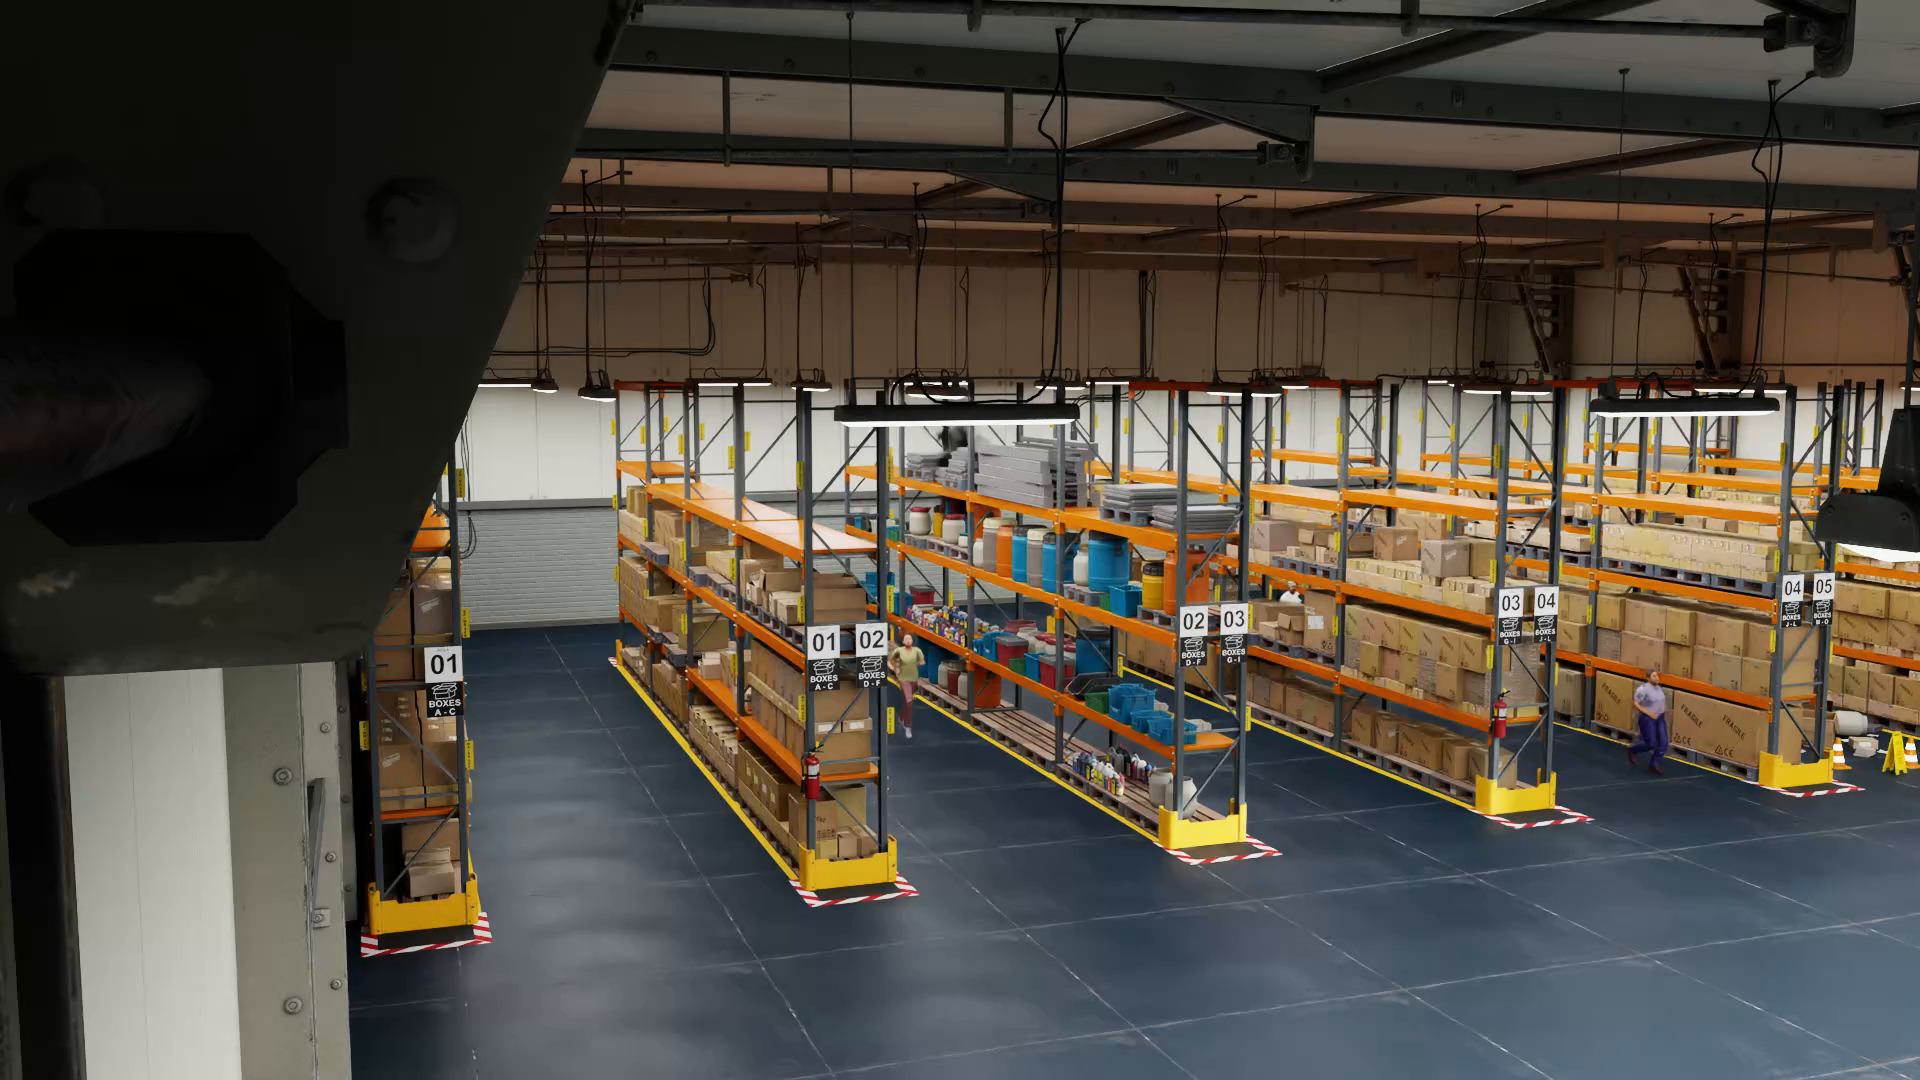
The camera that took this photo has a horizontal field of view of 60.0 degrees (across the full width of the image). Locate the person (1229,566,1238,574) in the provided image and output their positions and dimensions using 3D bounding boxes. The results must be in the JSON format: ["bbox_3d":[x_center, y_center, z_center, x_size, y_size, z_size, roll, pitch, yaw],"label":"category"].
[{"bbox_3d":[6.220,1.436,37.953,0.698,1.845,0.745,-2,6,-14],"label":"person"}]

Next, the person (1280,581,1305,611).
[{"bbox_3d":[7.136,1.739,35.844,0.608,1.710,0.745,-2,6,-17],"label":"person"}]

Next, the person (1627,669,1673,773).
[{"bbox_3d":[10.749,2.807,25.903,0.608,1.586,0.609,-3,7,-25],"label":"person"}]

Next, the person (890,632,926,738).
[{"bbox_3d":[-0.854,2.387,27.793,0.547,1.729,0.734,-2,6,-19],"label":"person"}]
